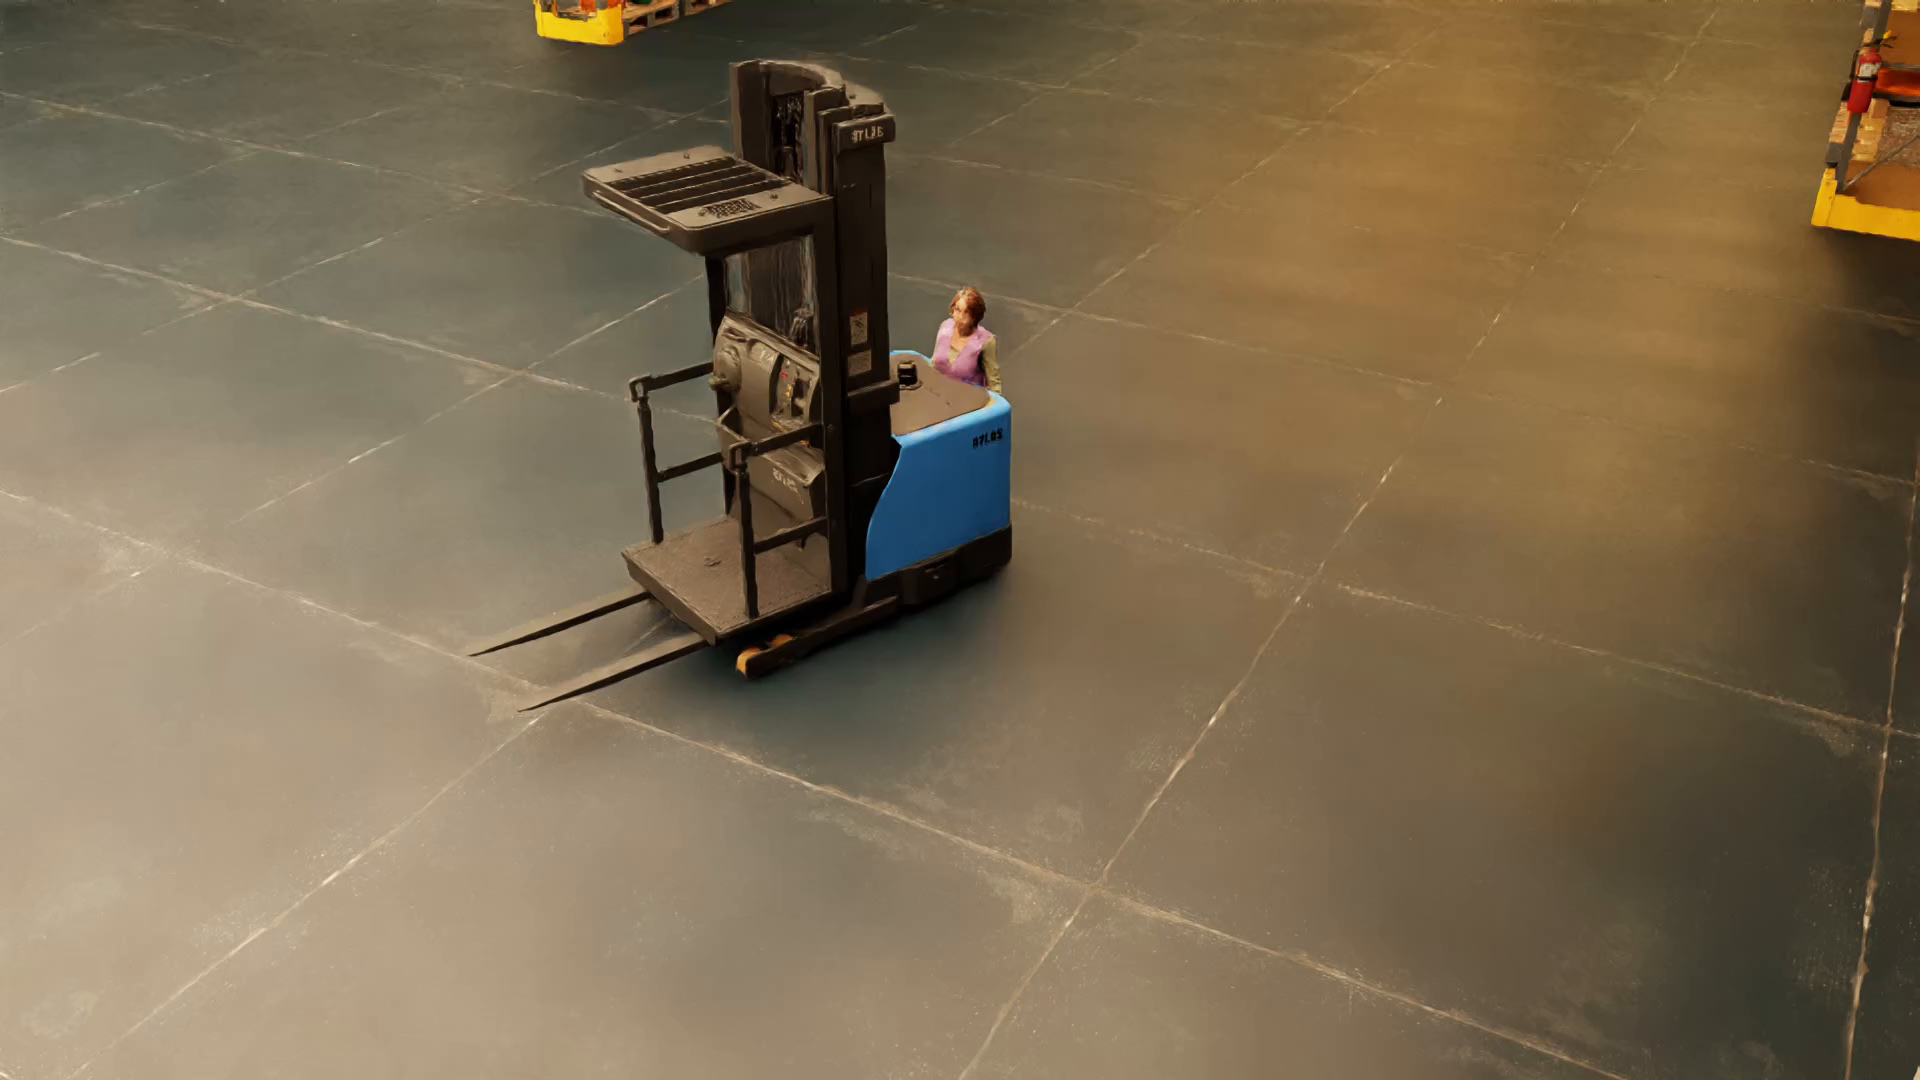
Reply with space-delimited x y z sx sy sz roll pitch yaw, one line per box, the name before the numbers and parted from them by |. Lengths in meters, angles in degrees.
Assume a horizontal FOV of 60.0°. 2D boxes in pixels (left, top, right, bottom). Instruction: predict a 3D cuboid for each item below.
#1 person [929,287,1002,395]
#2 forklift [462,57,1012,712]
person | -0.058 -0.661 9.535 0.521 1.598 0.507 15 33 25
forklift | -1.172 -0.841 8.528 3.031 2.935 1.130 -21 36 -32
